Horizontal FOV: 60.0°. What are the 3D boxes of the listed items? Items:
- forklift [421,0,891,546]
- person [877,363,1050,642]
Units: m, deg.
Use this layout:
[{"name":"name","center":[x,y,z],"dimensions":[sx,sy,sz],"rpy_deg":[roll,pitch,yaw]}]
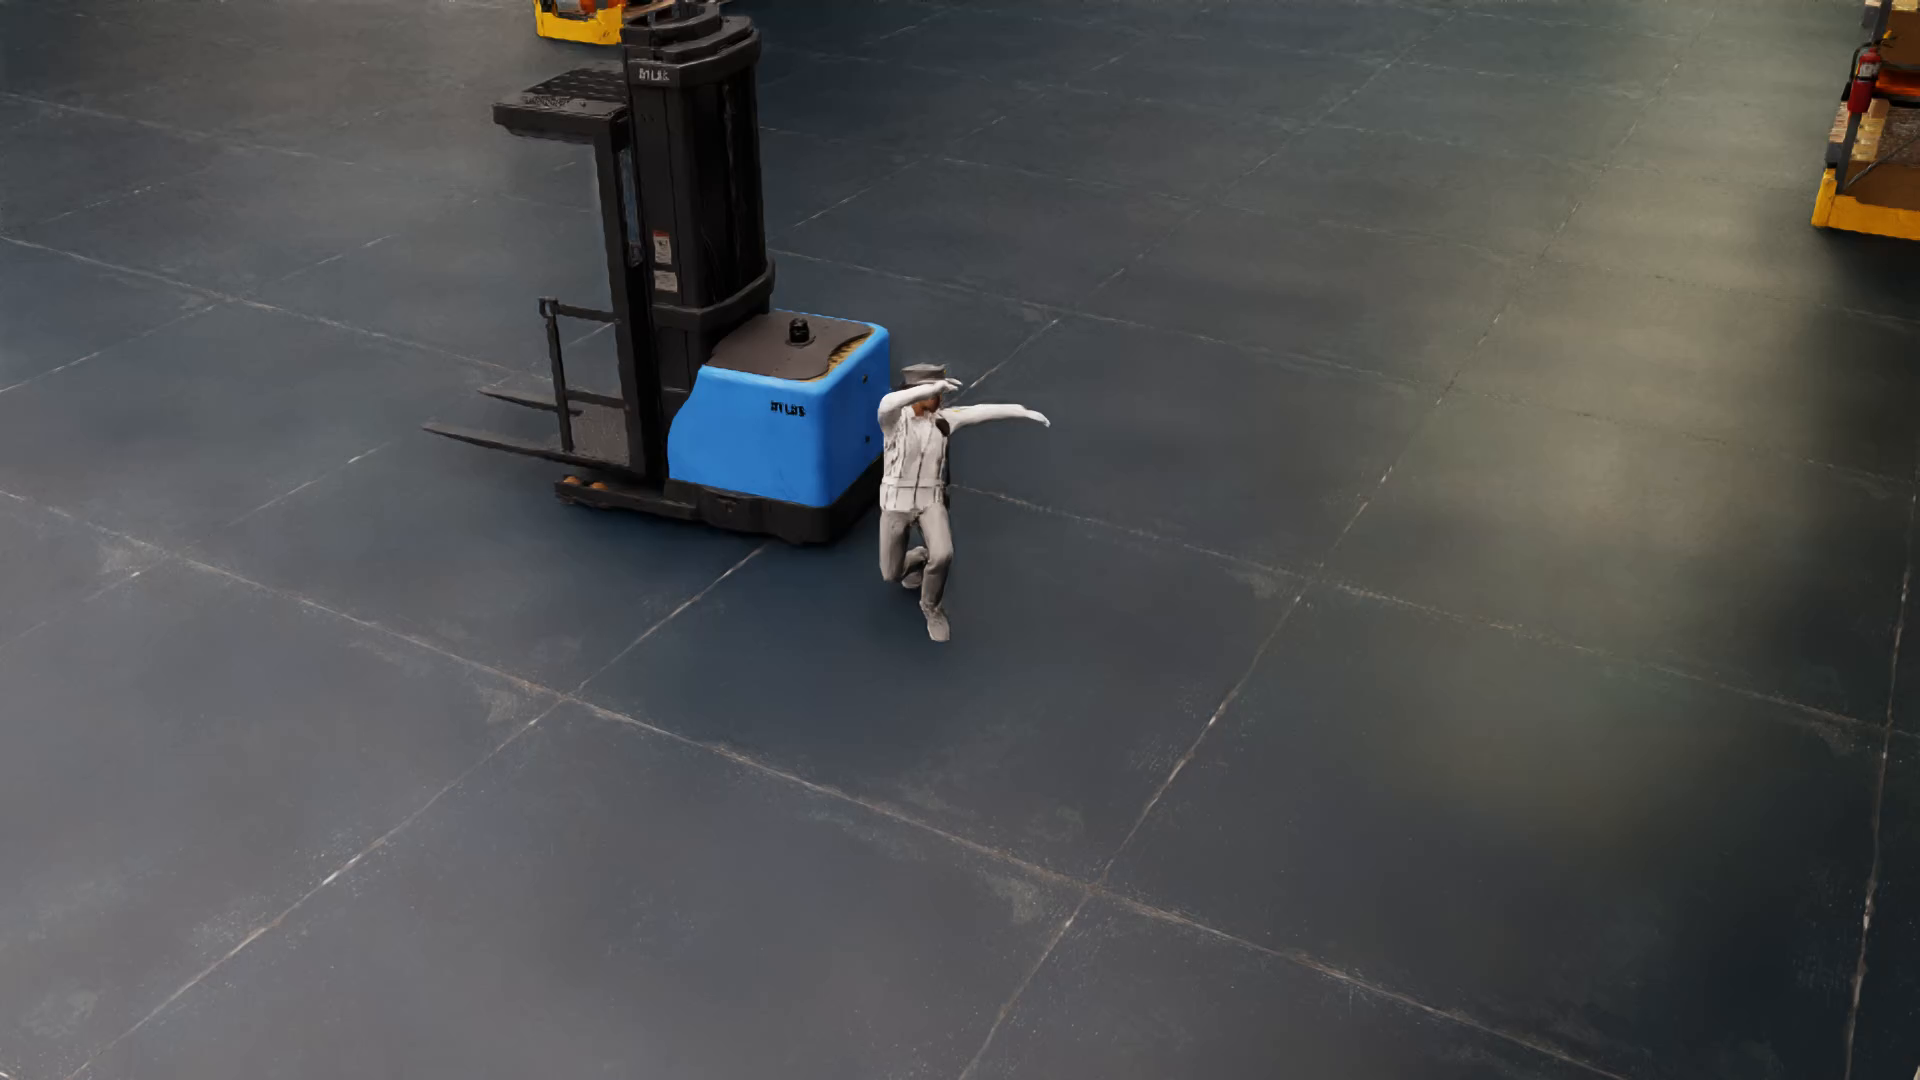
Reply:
[{"name":"forklift","center":[-1.985,-1.694,10.005],"dimensions":[3.031,2.935,1.130],"rpy_deg":[11,32,18]},{"name":"person","center":[0.045,-0.233,9.020],"dimensions":[0.975,1.429,0.848],"rpy_deg":[-3,30,-5]}]
